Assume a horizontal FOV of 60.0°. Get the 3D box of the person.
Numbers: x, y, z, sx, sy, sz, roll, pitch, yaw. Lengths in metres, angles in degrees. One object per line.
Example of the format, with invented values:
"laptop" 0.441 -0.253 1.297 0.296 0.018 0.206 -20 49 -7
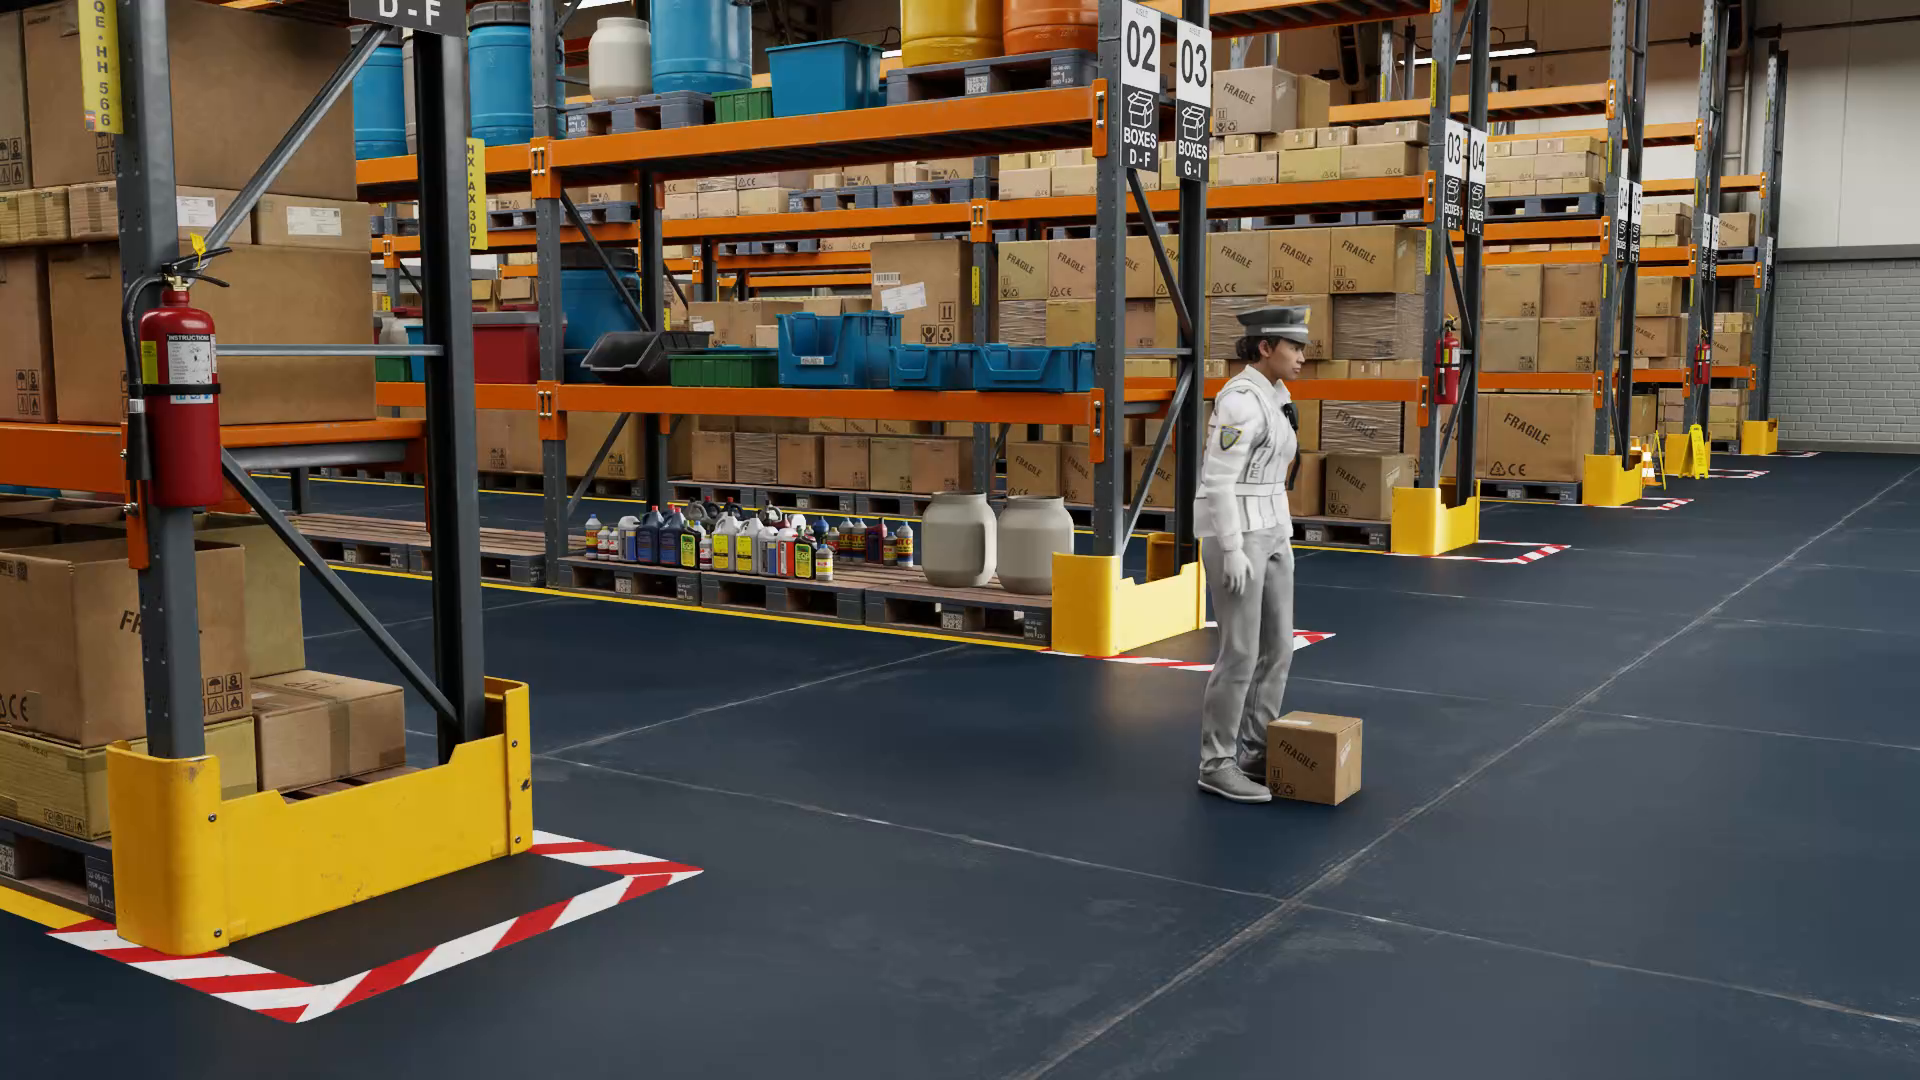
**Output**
"person" 1.025 0.029 5.733 0.404 1.663 0.535 4 8 33
